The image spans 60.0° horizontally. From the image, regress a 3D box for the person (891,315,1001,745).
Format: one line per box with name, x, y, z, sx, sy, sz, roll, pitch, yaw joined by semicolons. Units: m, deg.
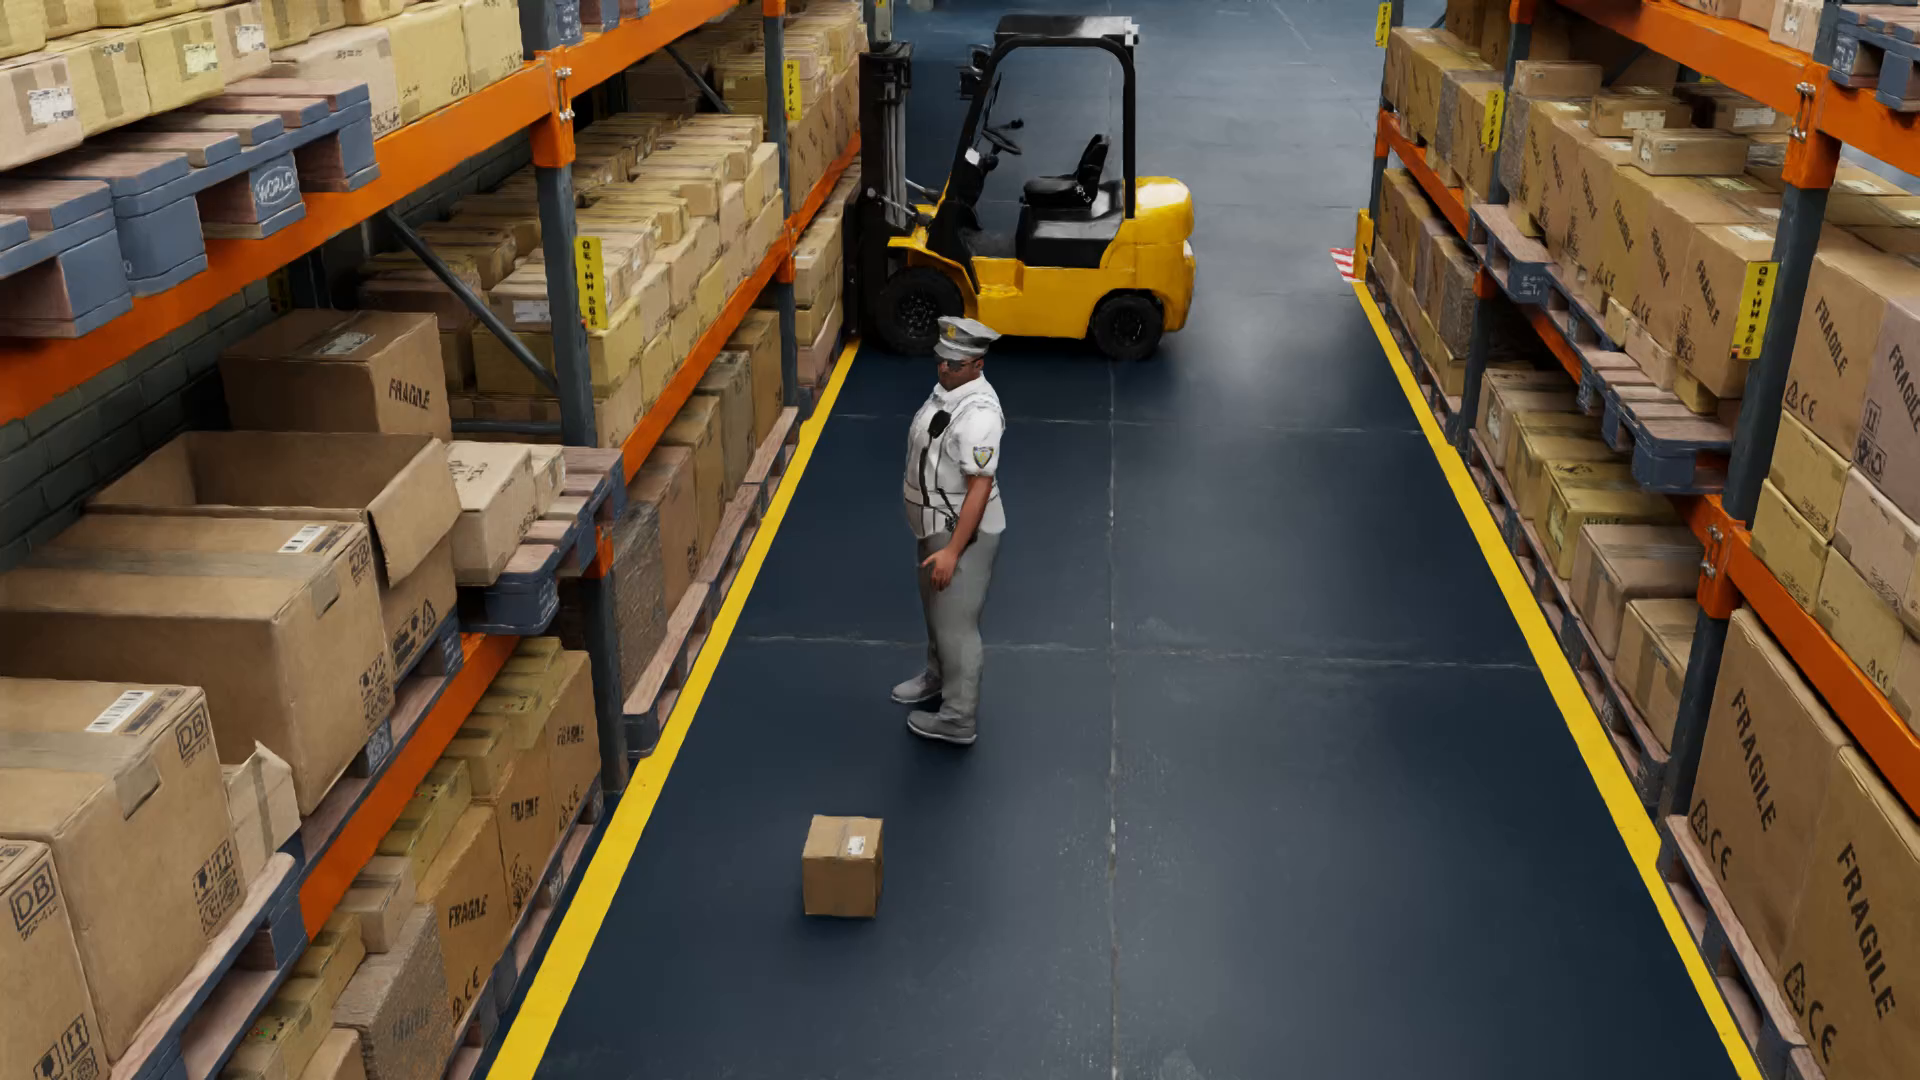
person;-0.053;-0.050;6.696;0.421;1.771;0.563;-5;25;-11
